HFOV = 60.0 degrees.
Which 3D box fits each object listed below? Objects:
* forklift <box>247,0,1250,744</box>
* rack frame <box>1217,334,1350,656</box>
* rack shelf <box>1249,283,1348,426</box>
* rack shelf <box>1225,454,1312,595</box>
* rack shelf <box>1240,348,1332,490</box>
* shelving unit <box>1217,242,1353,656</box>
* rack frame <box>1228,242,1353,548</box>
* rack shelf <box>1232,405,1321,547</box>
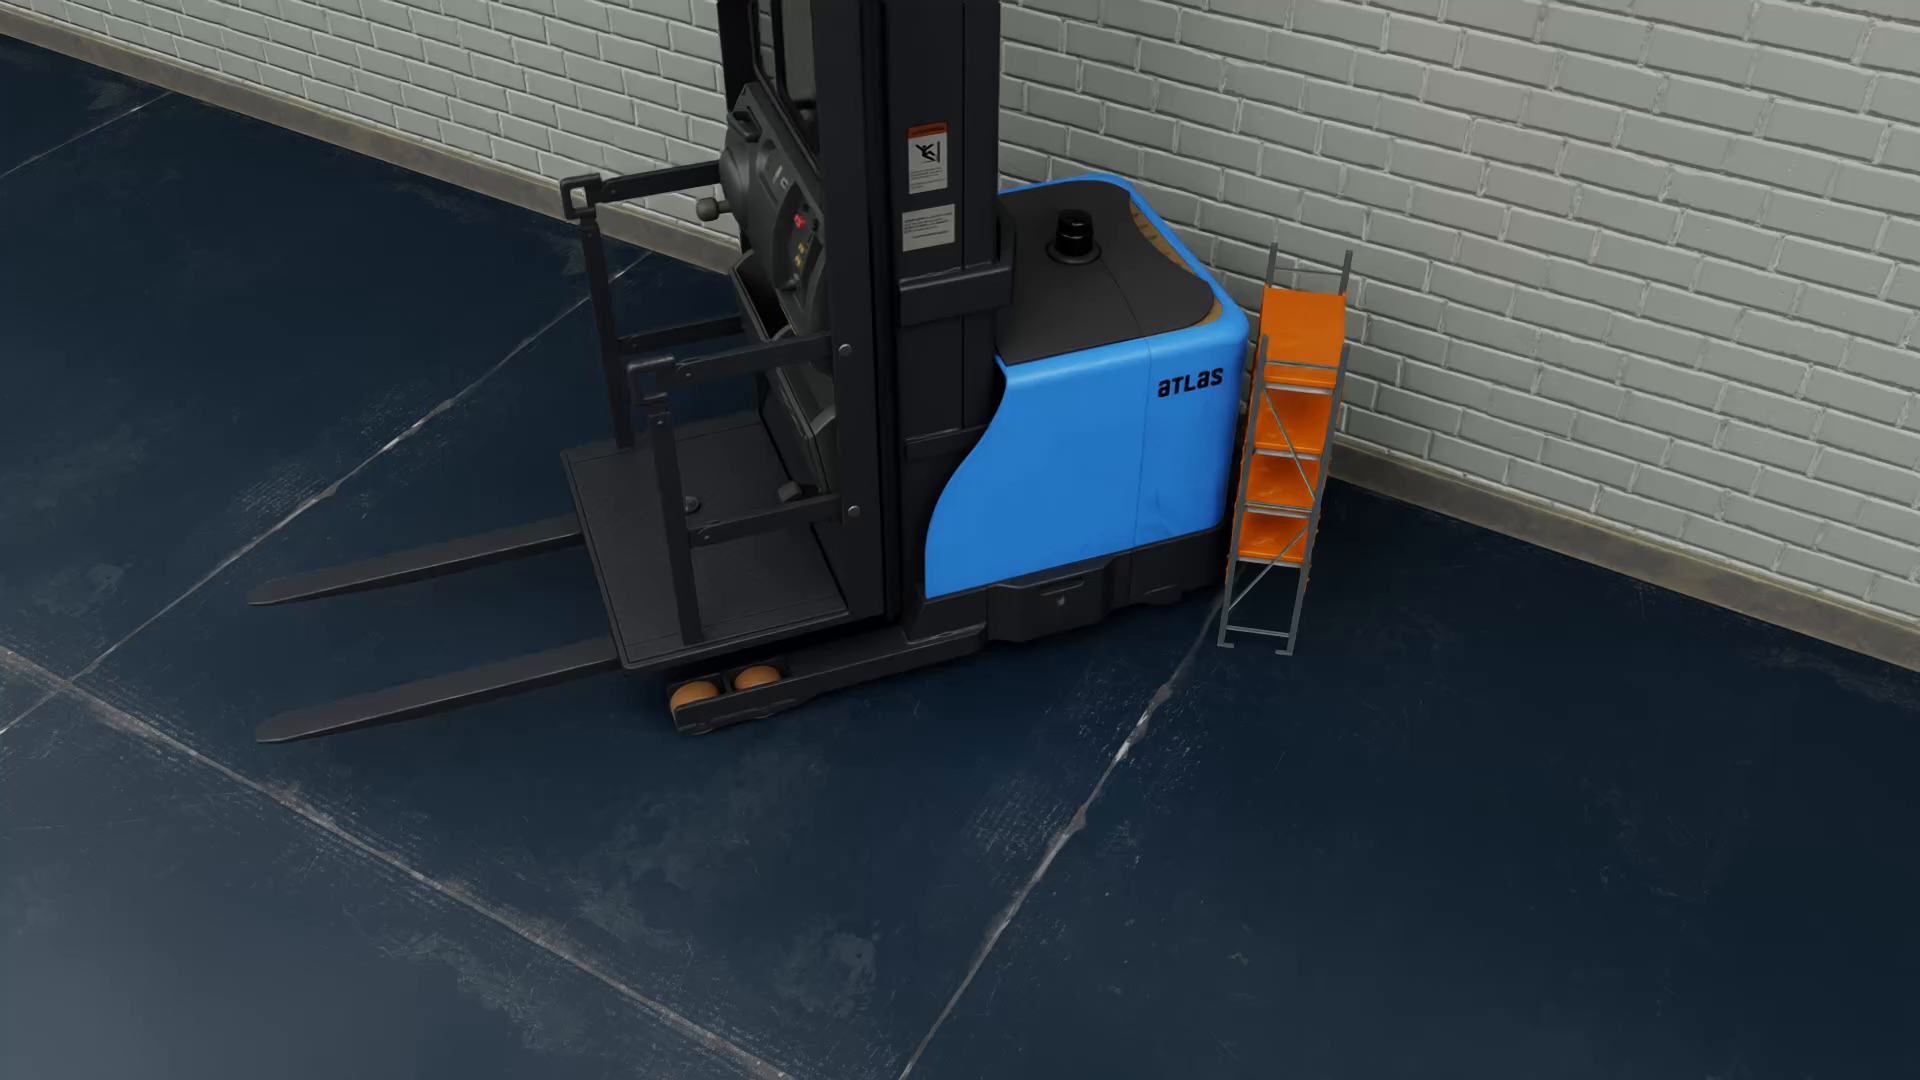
[{"bbox_3d":[-0.703,-0.902,4.556,3.031,2.935,1.130,-13,43,-15],"label":"forklift"},{"bbox_3d":[0.948,-0.097,4.953,0.240,1.200,0.015,7,42,8],"label":"rack frame"},{"bbox_3d":[0.994,-0.551,4.873,0.258,0.148,0.480,7,42,8],"label":"rack shelf"},{"bbox_3d":[0.994,-0.056,5.308,0.258,0.148,0.480,7,42,8],"label":"rack shelf"},{"bbox_3d":[0.994,-0.373,5.029,0.258,0.148,0.480,7,42,8],"label":"rack shelf"},{"bbox_3d":[0.994,-0.256,5.133,0.258,1.200,0.503,7,42,8],"label":"shelving unit"},{"bbox_3d":[1.040,-0.414,5.312,0.240,1.200,0.015,7,42,8],"label":"rack frame"},{"bbox_3d":[0.994,-0.205,5.177,0.258,0.148,0.480,7,42,8],"label":"rack shelf"}]
